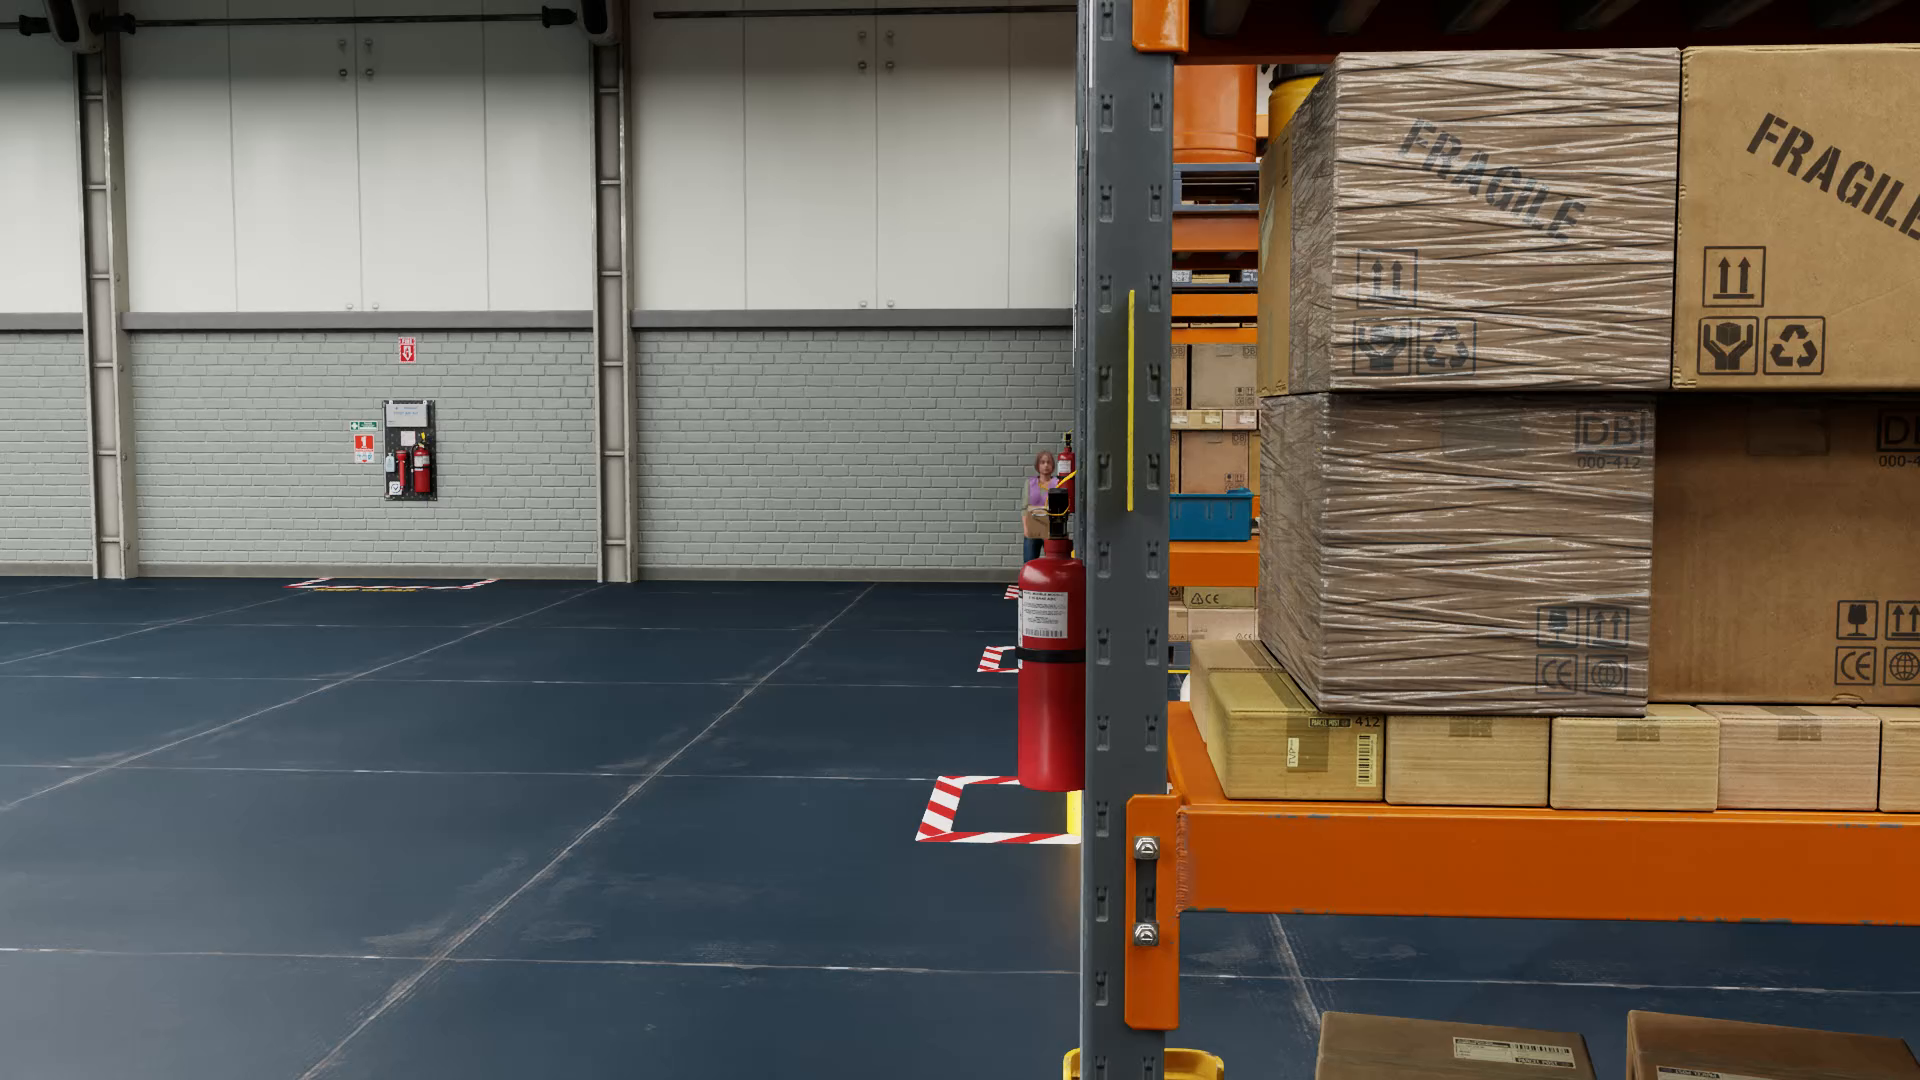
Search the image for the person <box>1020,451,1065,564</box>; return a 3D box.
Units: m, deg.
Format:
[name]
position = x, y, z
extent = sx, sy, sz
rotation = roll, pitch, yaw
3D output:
[person]
position = 0.742, 0.003, 14.847
extent = 0.407, 1.588, 0.496
rotation = 0, 4, 4
